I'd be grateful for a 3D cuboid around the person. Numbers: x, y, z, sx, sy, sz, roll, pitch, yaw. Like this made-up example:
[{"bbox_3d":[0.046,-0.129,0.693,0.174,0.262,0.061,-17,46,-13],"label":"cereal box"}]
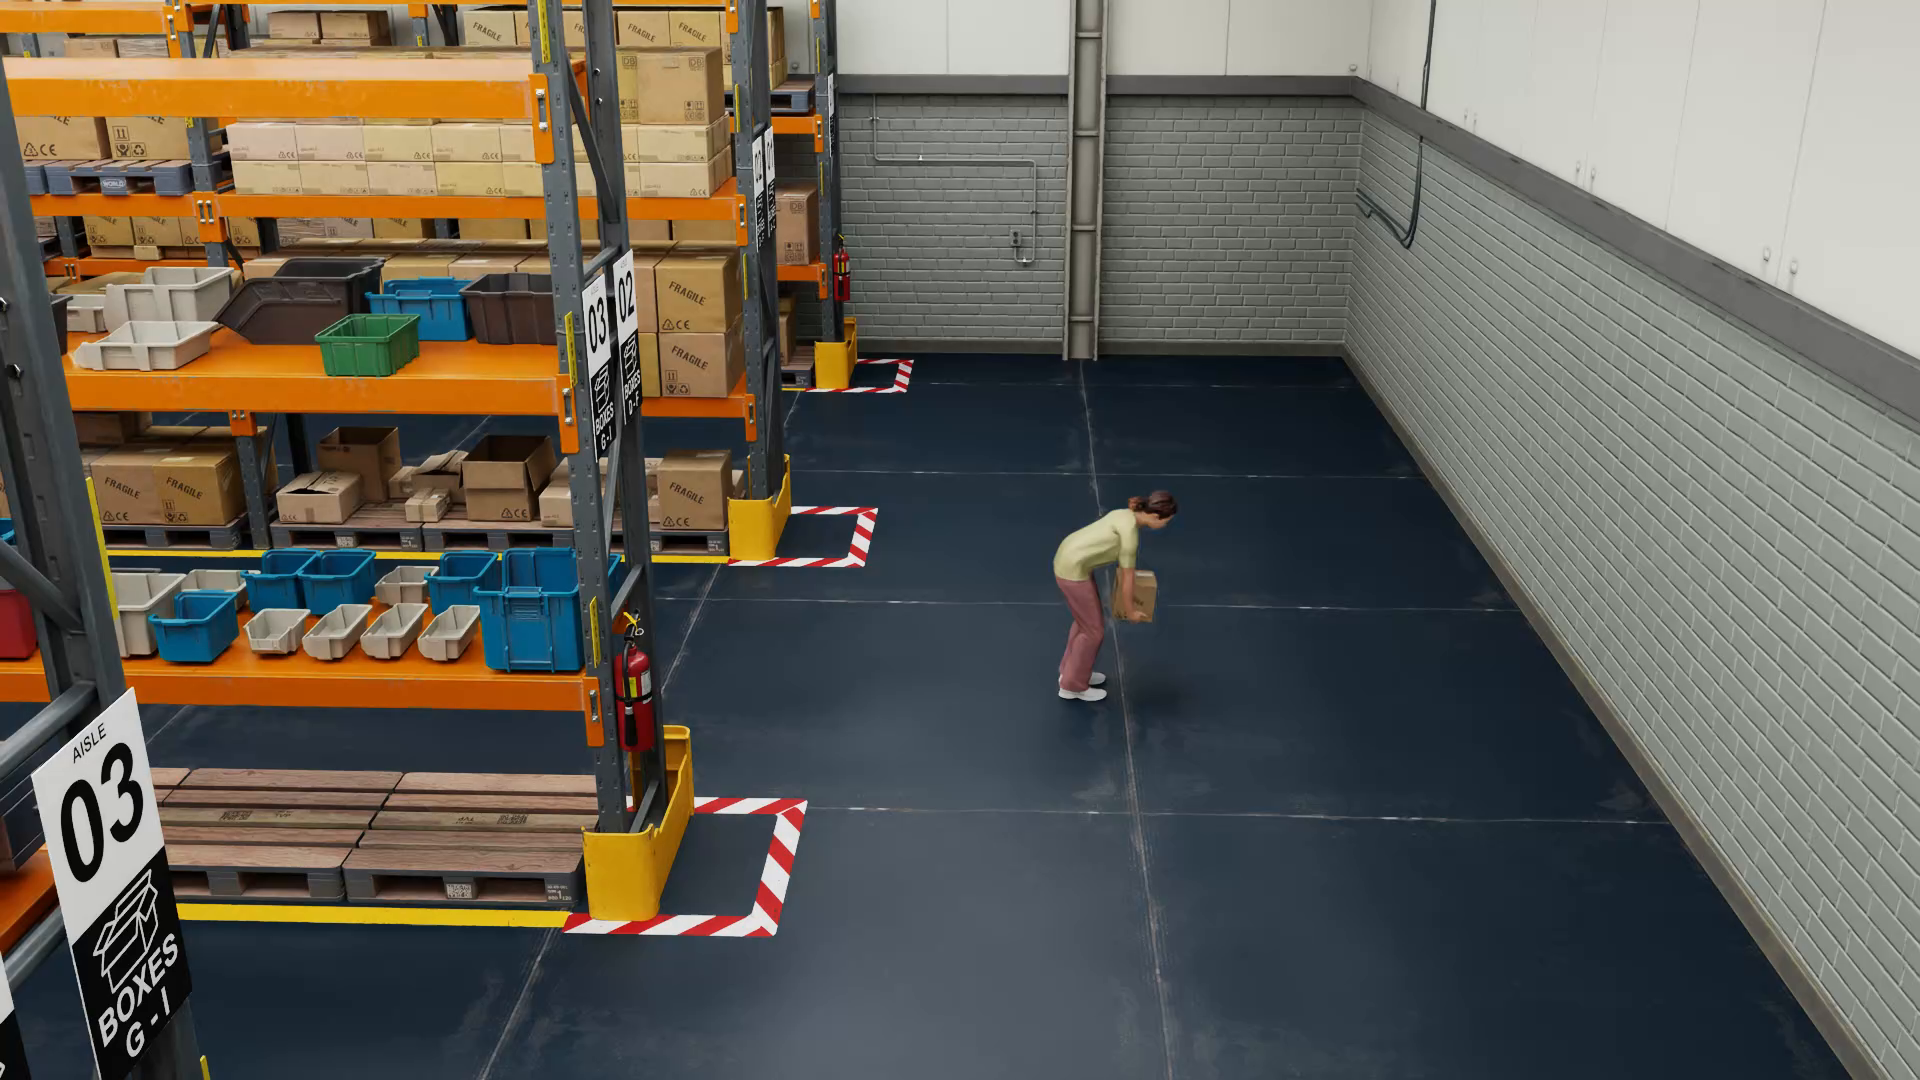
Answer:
[{"bbox_3d":[0.980,0.339,10.615,0.777,1.380,0.406,0,21,0],"label":"person"}]
